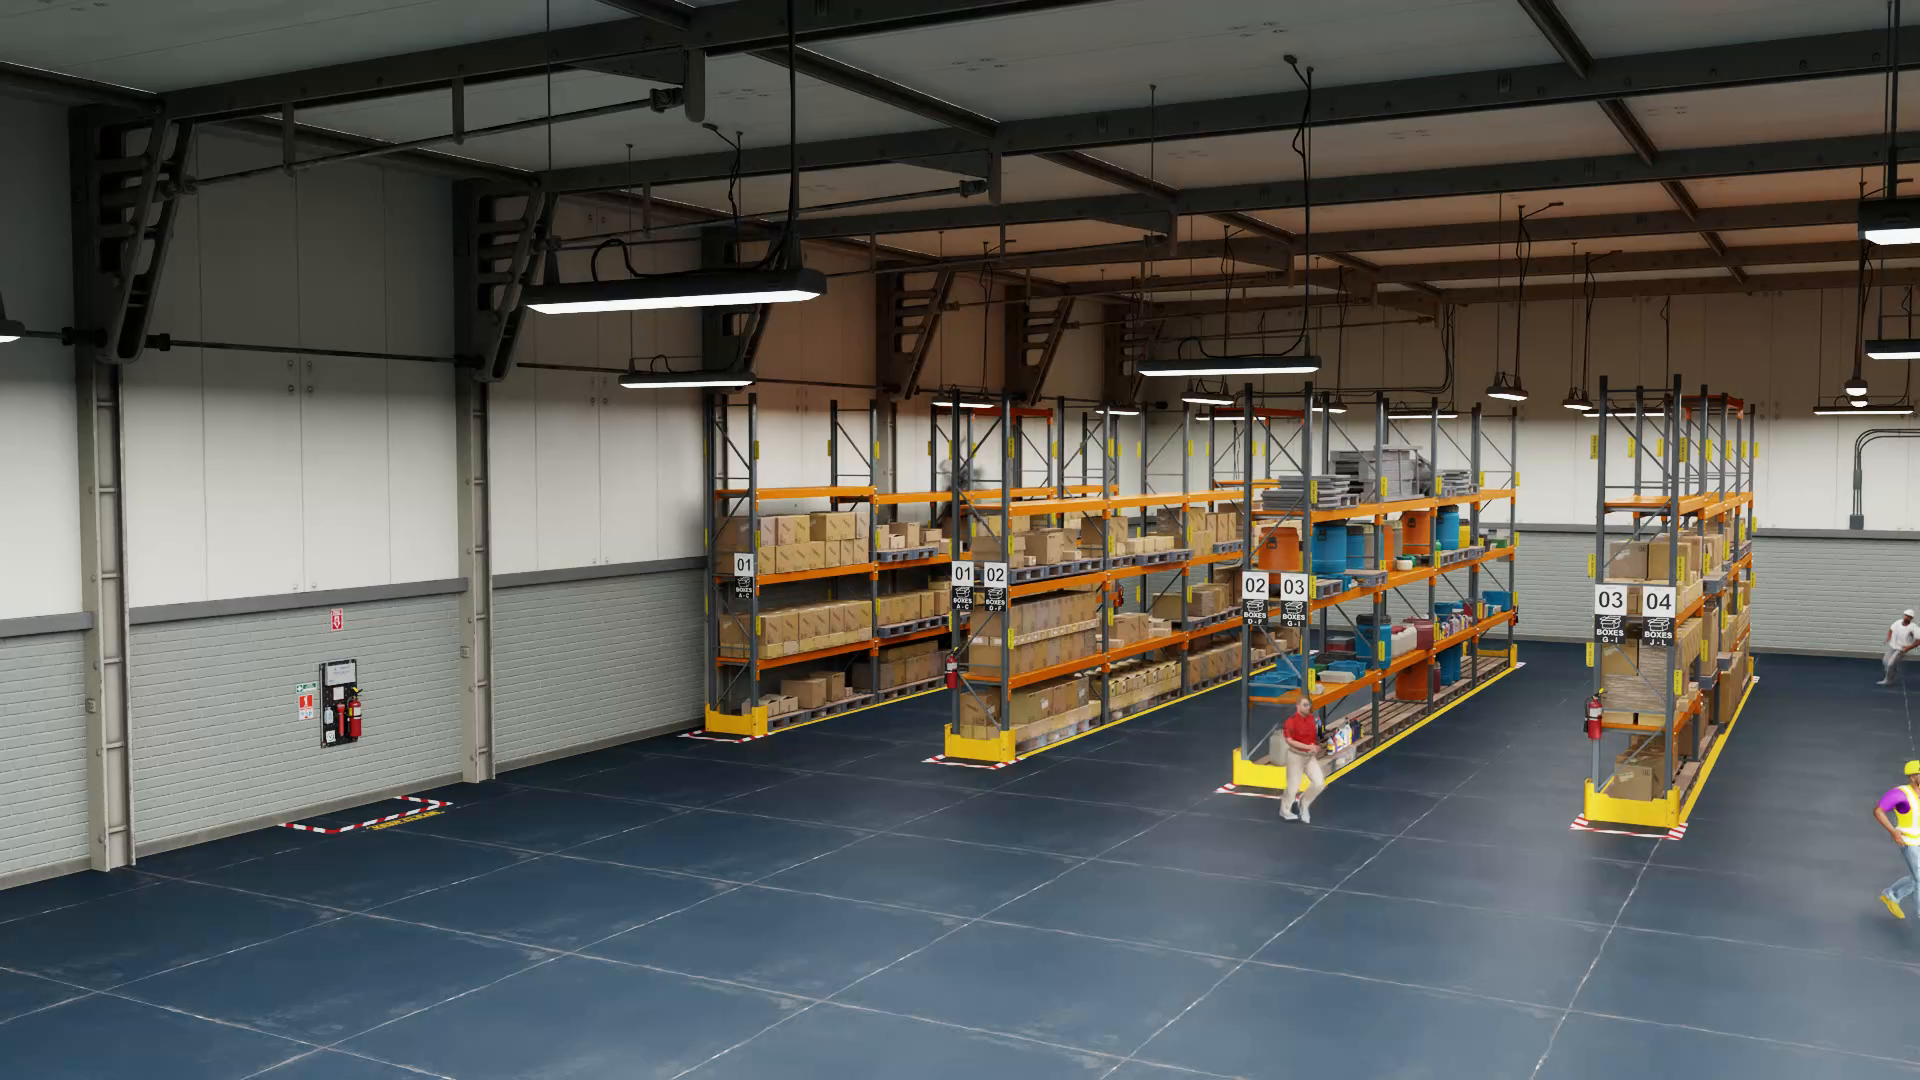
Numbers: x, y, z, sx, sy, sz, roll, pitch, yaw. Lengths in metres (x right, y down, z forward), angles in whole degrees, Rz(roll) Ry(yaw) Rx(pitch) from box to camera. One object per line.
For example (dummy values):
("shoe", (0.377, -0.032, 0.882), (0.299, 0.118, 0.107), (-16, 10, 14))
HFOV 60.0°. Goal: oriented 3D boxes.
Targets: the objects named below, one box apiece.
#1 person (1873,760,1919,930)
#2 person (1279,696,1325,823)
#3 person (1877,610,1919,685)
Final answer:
("person", (9.942, 3.175, 17.330), (0.695, 1.777, 0.849), (-1, 3, -22))
("person", (4.594, 2.949, 22.255), (0.636, 1.722, 0.781), (-2, 4, -31))
("person", (19.916, 2.274, 35.180), (0.603, 1.655, 0.859), (-2, 3, -26))
